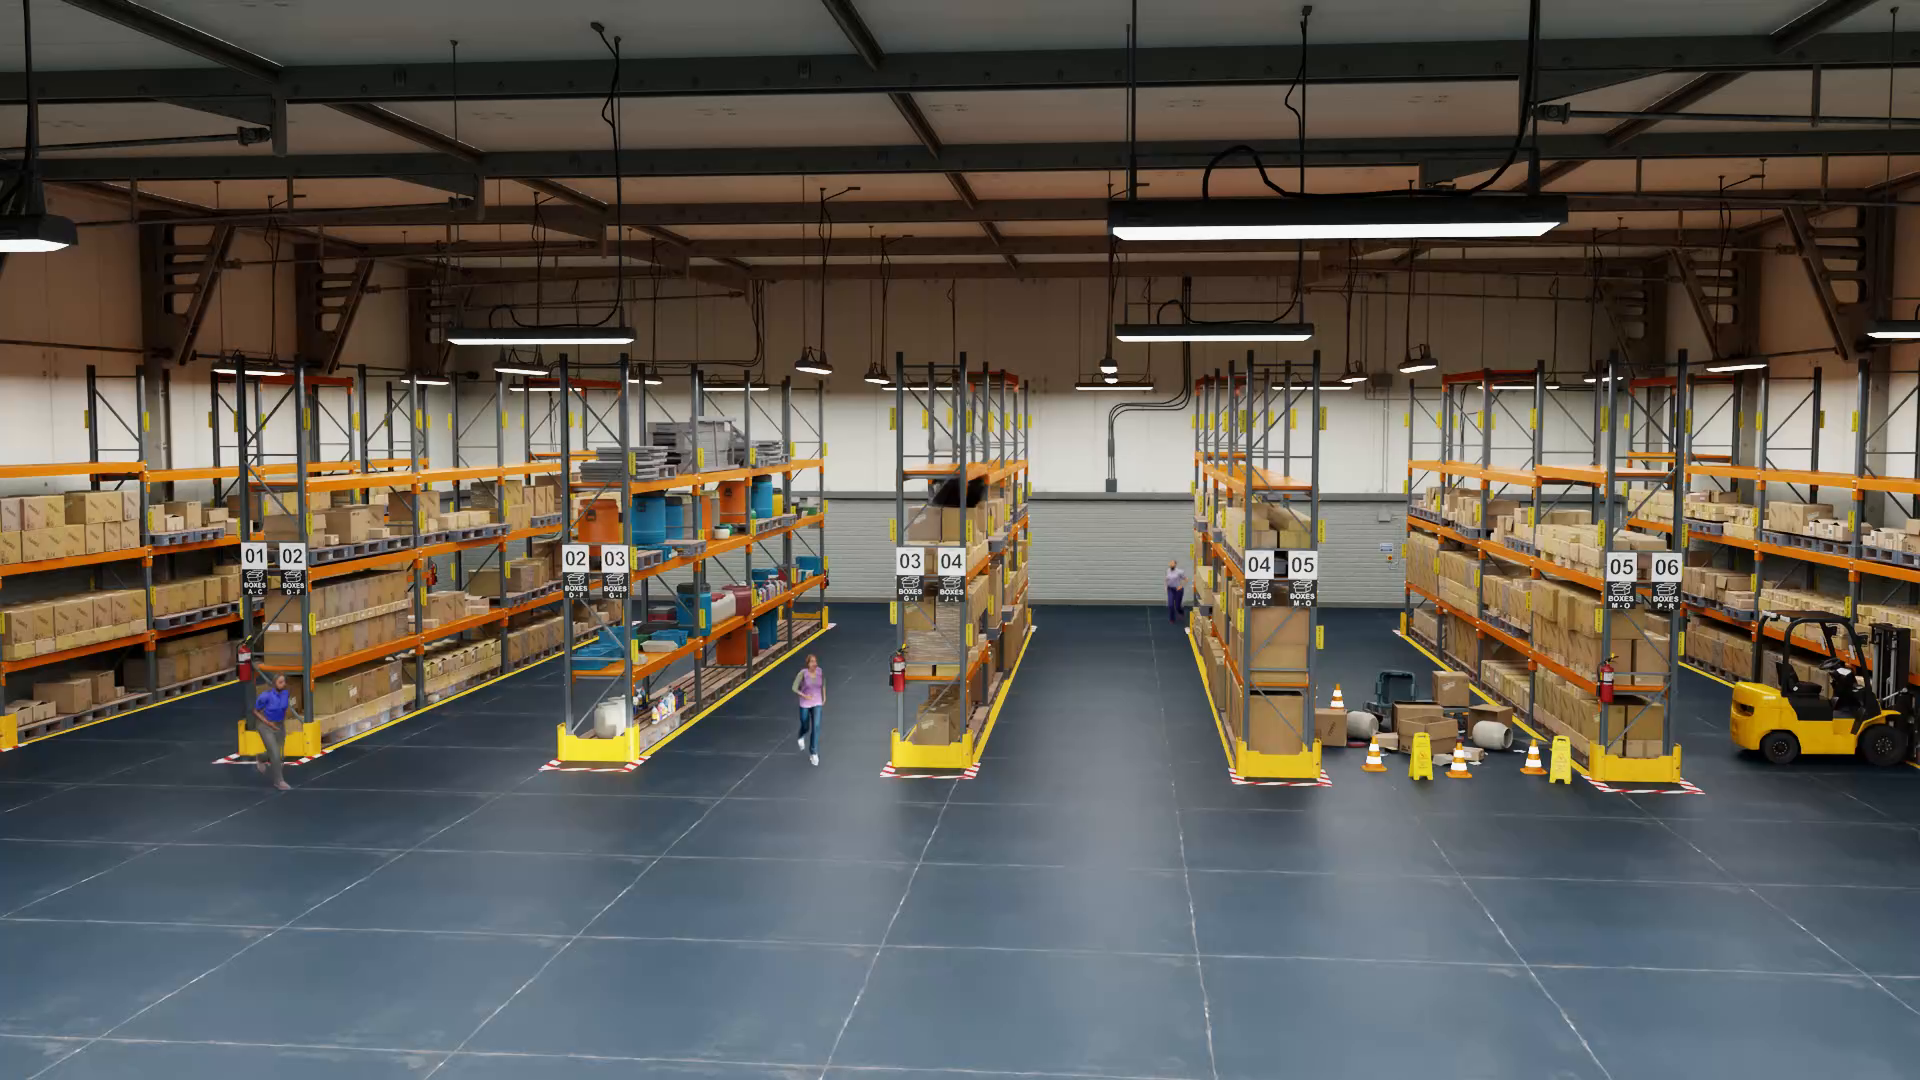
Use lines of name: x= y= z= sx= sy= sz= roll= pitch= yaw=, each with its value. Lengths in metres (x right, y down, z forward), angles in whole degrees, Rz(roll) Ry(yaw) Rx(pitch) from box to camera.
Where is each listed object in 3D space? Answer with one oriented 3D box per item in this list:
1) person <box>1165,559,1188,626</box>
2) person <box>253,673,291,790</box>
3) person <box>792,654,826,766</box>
person: x=5.340 y=1.291 z=41.031 sx=0.602 sy=1.658 sz=0.728 roll=2 pitch=5 yaw=29
person: x=-9.470 y=2.600 z=22.785 sx=0.755 sy=1.607 sz=0.561 roll=3 pitch=5 yaw=38
person: x=-2.227 y=2.462 z=24.598 sx=0.564 sy=1.592 sz=0.921 roll=-2 pitch=4 yaw=-23
